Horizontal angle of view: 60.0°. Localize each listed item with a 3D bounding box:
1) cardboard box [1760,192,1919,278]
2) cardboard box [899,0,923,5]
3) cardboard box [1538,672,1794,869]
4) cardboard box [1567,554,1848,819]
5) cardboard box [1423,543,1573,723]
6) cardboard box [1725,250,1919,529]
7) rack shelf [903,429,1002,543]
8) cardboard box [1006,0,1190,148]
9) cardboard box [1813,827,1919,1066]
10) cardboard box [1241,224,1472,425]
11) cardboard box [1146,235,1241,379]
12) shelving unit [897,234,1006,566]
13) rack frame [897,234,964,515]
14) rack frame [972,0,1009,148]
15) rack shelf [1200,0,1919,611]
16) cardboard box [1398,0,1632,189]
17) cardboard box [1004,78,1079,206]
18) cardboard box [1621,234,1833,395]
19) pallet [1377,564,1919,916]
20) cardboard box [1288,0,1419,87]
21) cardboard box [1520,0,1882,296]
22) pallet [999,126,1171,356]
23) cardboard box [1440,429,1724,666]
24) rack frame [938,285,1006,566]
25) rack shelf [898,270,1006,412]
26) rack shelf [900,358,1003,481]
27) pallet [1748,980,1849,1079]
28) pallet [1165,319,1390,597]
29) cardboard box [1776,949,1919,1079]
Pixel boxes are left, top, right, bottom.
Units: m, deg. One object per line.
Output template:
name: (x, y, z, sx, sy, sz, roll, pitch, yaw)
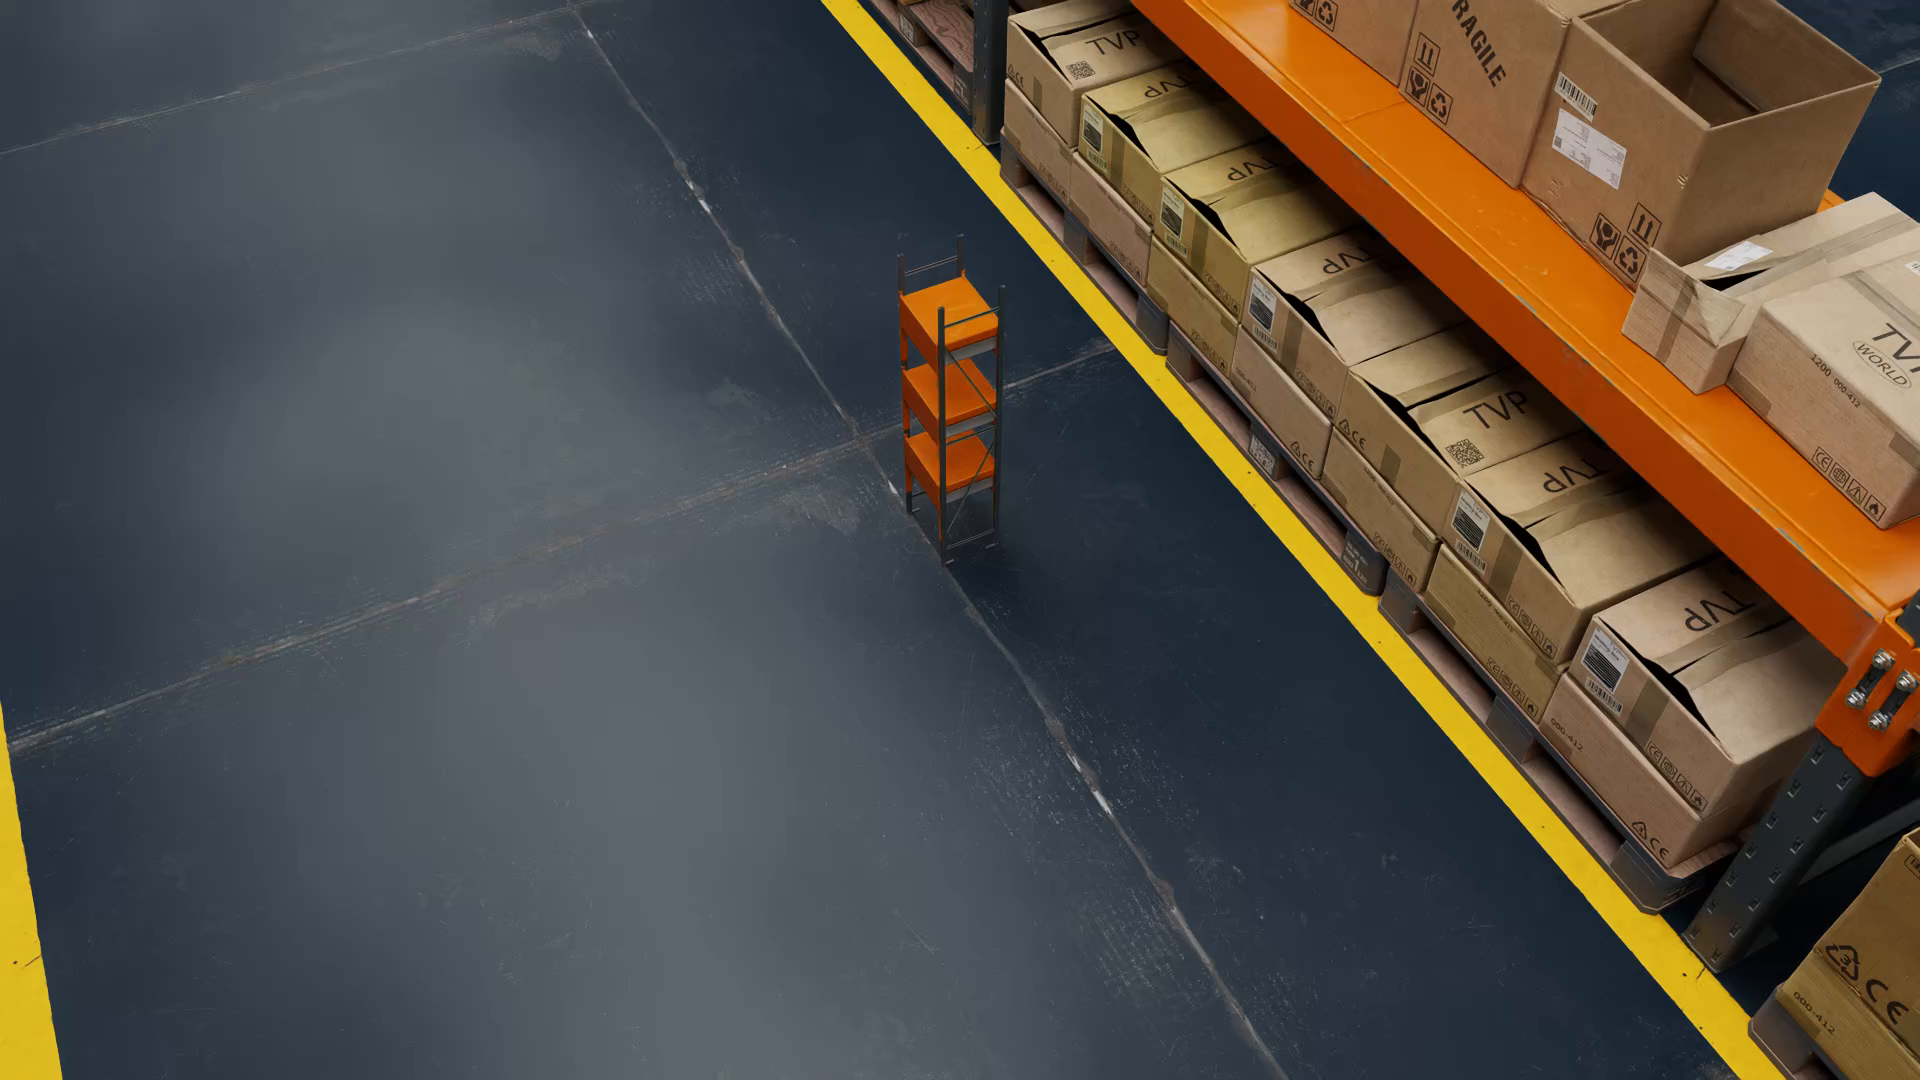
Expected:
cardboard box: (2.128, -0.662, 4.003, 0.380, 0.149, 0.250, -21, 52, -18)
cardboard box: (-0.115, -2.625, 6.922, 0.500, 0.500, 0.500, -19, 52, -16)
cardboard box: (1.905, 0.508, 4.361, 0.500, 0.250, 0.500, -22, 52, -18)
cardboard box: (1.912, 0.329, 4.145, 0.500, 0.311, 0.500, -21, 52, -18)
cardboard box: (1.675, 0.169, 4.657, 0.500, 0.250, 0.500, -22, 52, -18)
cardboard box: (2.088, -0.346, 3.660, 0.500, 0.250, 0.500, -18, 51, -15)
rack shelf: (-0.024, -0.191, 5.103, 0.215, 0.259, 0.240, -21, 52, -18)
cardboard box: (0.500, -1.724, 5.940, 0.500, 0.311, 0.500, -20, 52, -16)
cardboard box: (2.286, 0.857, 3.557, 0.500, 0.500, 0.500, -21, 52, -18)
cardboard box: (1.215, -0.690, 5.036, 0.500, 0.311, 0.500, -22, 52, -18)
cardboard box: (0.974, -0.858, 5.555, 0.500, 0.250, 0.500, -22, 53, -18)
shelving unit: (-0.024, -0.381, 4.886, 0.215, 1.050, 0.252, -21, 52, -18)
rack frame: (-0.080, -0.463, 4.958, 0.200, 1.050, 0.008, -21, 52, -18)
rack frame: (0.522, -2.758, 5.670, 1.000, 3.000, 0.127, -21, 52, -18)
rack shelf: (1.437, -1.247, 4.696, 0.919, 0.124, 3.809, -21, 52, -18)
cardboard box: (1.545, -1.322, 4.347, 0.500, 0.500, 0.500, -21, 52, -17)
cardboard box: (0.500, -1.540, 6.152, 0.500, 0.250, 0.500, -21, 52, -18)
cardboard box: (1.787, -0.562, 3.838, 0.396, 0.266, 0.258, -22, 52, -18)
pallet: (1.980, 0.357, 4.797, 1.003, 0.211, 1.213, -21, 52, -18)
cardboard box: (1.304, -1.674, 4.655, 0.500, 0.500, 0.500, -24, 53, -19)
cardboard box: (1.774, -0.986, 4.053, 0.500, 0.500, 0.500, -18, 51, -15)
pallet: (0.864, -1.276, 6.226, 1.003, 0.211, 1.213, -21, 52, -18)
cardboard box: (1.668, -0.017, 4.447, 0.500, 0.311, 0.500, -20, 52, -17)
rack frame: (0.031, -0.300, 4.815, 0.200, 1.050, 0.008, -21, 52, -18)
rack shelf: (-0.024, -0.561, 4.681, 0.215, 0.259, 0.240, -21, 52, -18)
rack shelf: (-0.024, -0.374, 4.894, 0.215, 0.259, 0.240, -21, 52, -18)
pallet: (2.679, 1.383, 3.900, 1.003, 0.211, 1.213, -21, 52, -18)
pallet: (1.418, -0.460, 5.512, 1.003, 0.211, 1.213, -21, 52, -18)
cardboard box: (2.295, 1.101, 3.842, 0.500, 0.250, 0.500, -21, 52, -18)
